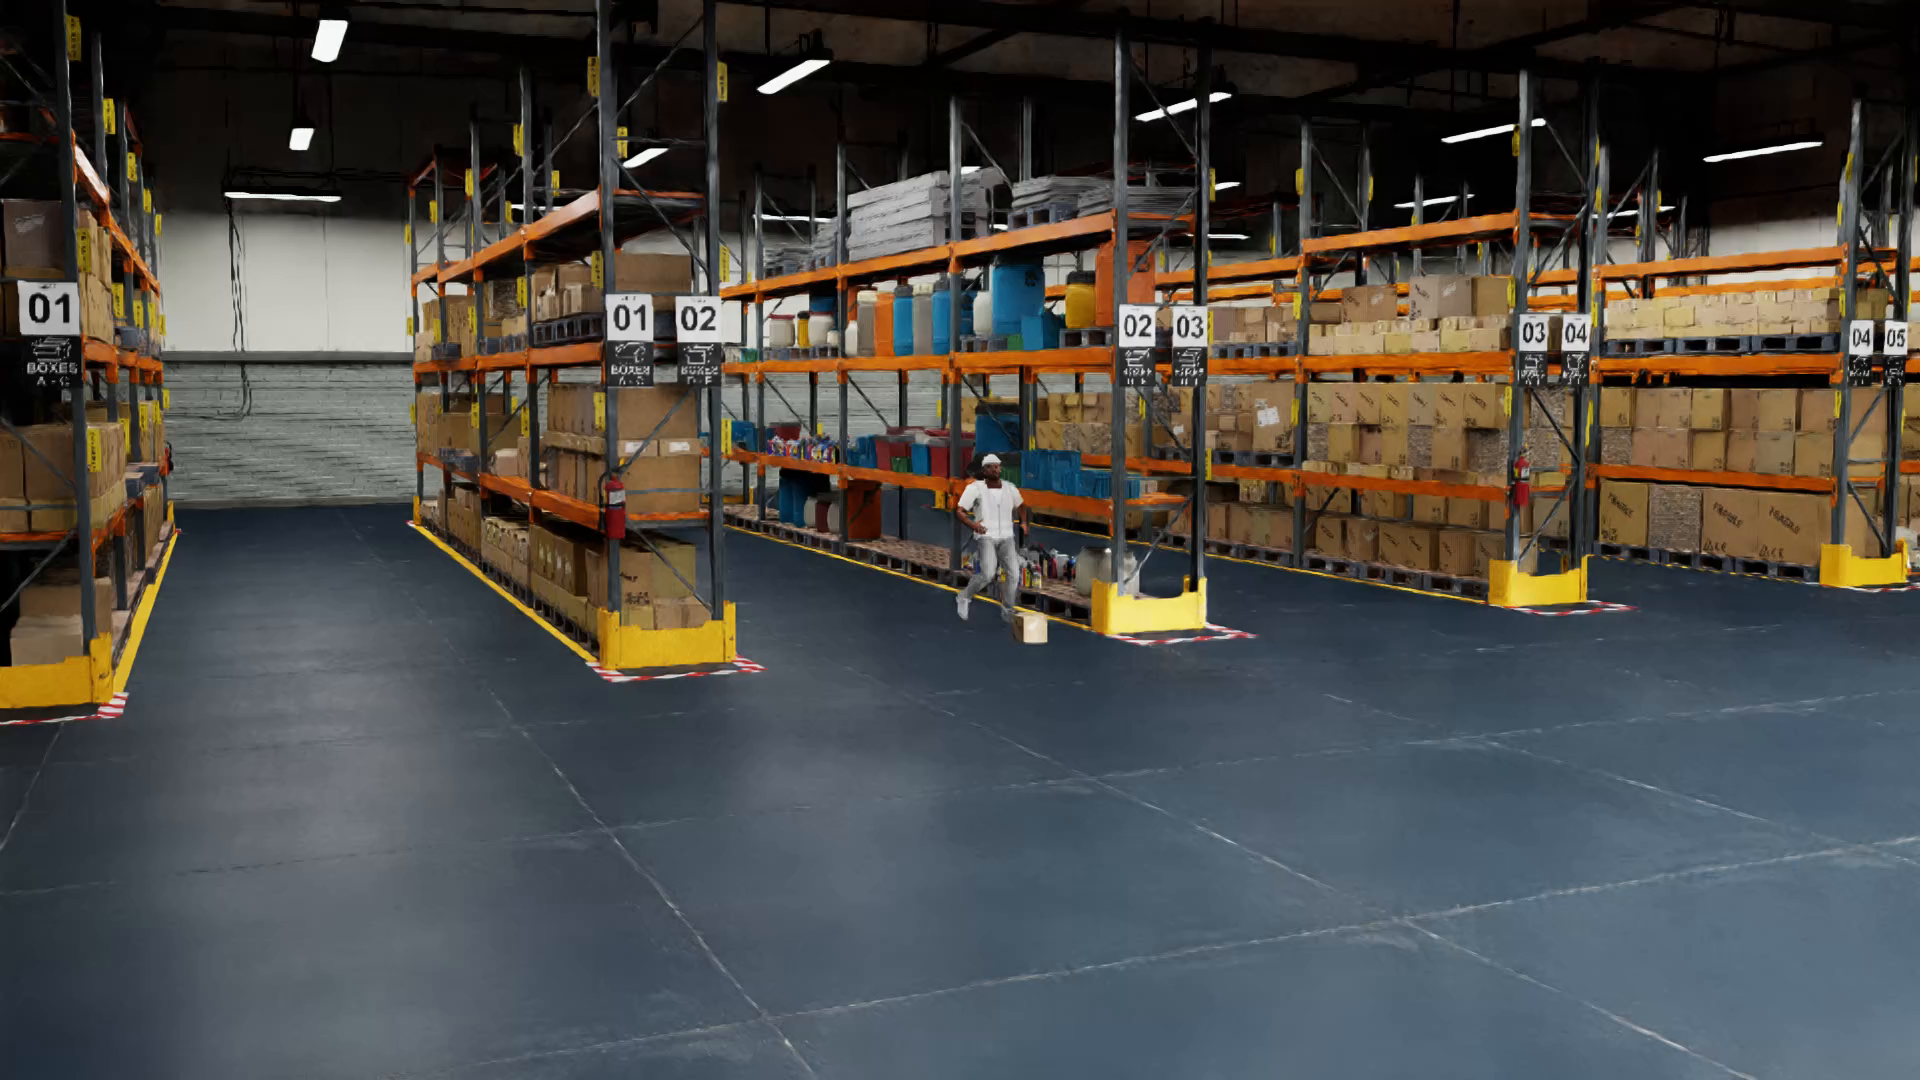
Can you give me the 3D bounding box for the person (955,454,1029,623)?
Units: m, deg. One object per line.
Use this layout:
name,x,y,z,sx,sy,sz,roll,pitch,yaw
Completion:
person,0.370,-0.018,17.008,0.798,1.733,0.501,-3,6,-27
